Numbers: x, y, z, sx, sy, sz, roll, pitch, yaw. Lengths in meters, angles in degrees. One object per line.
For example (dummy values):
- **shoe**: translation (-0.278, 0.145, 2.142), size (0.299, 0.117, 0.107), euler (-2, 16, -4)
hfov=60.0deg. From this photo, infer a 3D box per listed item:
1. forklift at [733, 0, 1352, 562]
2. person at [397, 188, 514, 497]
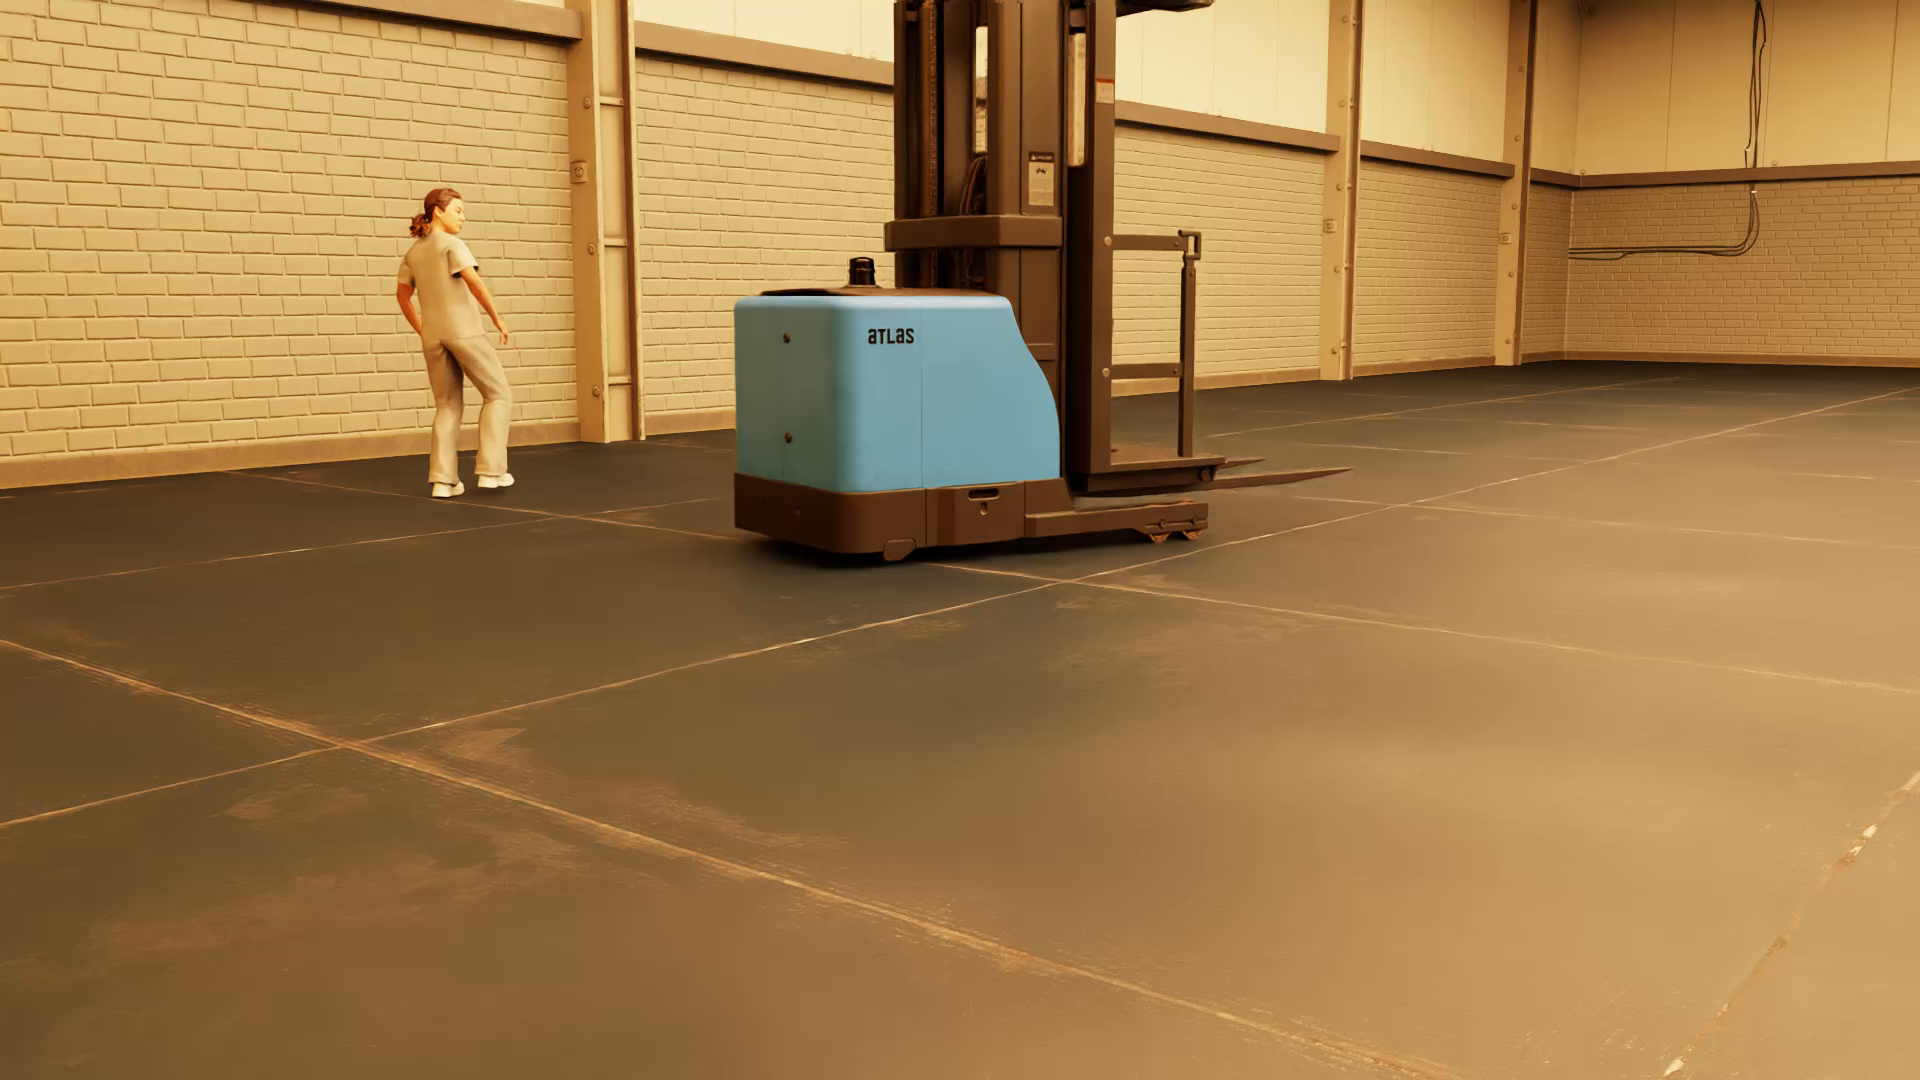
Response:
- **forklift**: translation (0.514, -1.504, 7.557), size (3.031, 2.935, 1.130), euler (-6, 10, -33)
- **person**: translation (-2.721, -1.067, 9.015), size (0.634, 1.650, 0.484), euler (3, 9, 21)
